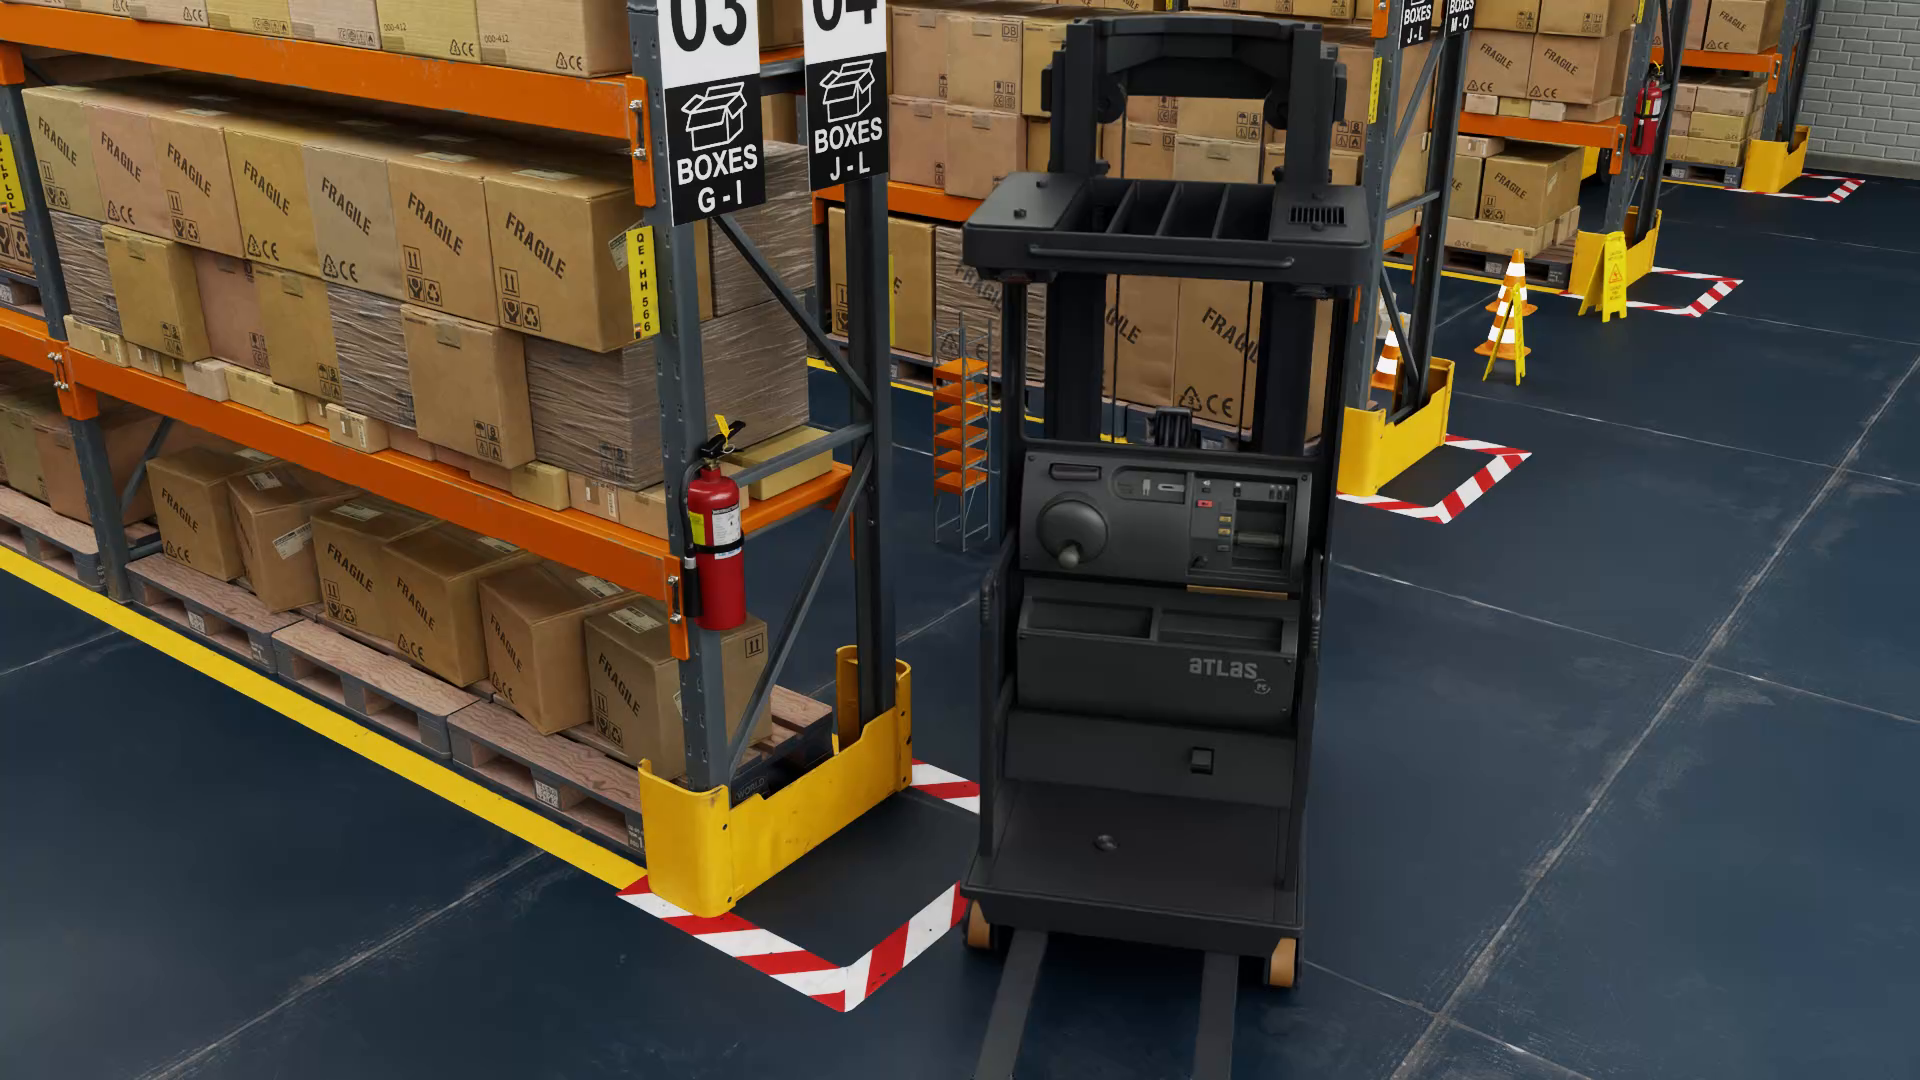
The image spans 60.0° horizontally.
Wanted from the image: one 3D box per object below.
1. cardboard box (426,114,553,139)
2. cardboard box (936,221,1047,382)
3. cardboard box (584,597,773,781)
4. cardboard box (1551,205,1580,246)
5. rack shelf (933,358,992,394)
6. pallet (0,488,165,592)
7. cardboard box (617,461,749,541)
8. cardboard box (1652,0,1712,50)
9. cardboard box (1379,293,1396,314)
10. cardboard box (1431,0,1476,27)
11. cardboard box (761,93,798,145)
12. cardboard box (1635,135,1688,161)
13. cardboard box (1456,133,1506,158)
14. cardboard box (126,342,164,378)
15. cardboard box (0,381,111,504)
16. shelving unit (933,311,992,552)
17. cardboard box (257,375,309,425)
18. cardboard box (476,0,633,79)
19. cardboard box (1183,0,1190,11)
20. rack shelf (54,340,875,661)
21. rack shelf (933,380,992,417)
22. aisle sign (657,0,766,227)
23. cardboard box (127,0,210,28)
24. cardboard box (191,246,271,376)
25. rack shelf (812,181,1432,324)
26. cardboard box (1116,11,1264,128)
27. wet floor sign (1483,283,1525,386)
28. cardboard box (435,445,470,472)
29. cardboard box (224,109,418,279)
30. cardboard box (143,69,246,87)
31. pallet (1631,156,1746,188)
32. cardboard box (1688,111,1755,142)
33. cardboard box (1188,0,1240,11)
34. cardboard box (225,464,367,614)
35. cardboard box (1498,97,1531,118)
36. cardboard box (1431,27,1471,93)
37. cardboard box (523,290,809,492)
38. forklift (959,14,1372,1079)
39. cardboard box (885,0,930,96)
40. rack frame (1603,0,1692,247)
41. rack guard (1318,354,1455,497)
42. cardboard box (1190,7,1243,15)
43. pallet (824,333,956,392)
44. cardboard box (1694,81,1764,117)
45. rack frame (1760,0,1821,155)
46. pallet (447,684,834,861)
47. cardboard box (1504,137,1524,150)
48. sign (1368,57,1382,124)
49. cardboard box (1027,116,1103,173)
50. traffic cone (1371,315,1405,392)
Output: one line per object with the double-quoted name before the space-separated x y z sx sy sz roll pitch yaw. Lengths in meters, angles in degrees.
"cardboard box" -1.663 -1.366 6.396 0.500 0.500 0.500 17 29 33
"cardboard box" 0.450 -1.633 10.851 0.875 0.875 0.875 17 29 34
"cardboard box" -1.080 0.534 6.398 0.500 0.500 0.500 -20 31 -38
"cardboard box" 4.874 -2.677 13.995 0.500 0.250 0.500 17 29 33
"rack shelf" 0.012 -0.834 8.373 0.180 0.103 0.258 17 29 33
"pallet" -4.415 -0.141 8.807 1.213 0.211 1.003 17 29 33
"cardboard box" -0.942 -0.149 5.679 0.250 0.149 0.380 17 29 33
"cardboard box" 7.367 -5.270 16.866 0.500 0.500 0.500 18 29 35
"cardboard box" 3.094 -1.819 12.695 0.380 0.149 0.250 -10 26 -21
"cardboard box" 3.944 -4.366 13.207 0.500 0.500 0.700 16 29 33
"cardboard box" -1.313 -2.890 11.466 0.500 0.500 0.500 17 29 33
"cardboard box" 7.370 -4.130 17.293 0.500 0.250 0.500 17 29 33
"cardboard box" 4.222 -3.210 13.469 0.250 0.149 0.380 18 29 35
"cardboard box" -3.390 -0.849 7.268 0.250 0.149 0.380 17 29 33
"cardboard box" -4.639 -0.563 8.862 0.500 0.500 0.700 17 29 33
"shelving unit" 0.012 -0.546 8.500 0.189 1.200 0.258 17 29 33
"cardboard box" -2.591 -0.606 6.718 0.250 0.149 0.380 17 29 33
"cardboard box" -1.128 -1.600 5.128 0.500 0.250 0.500 18 29 34
"cardboard box" 1.950 -5.006 15.378 0.500 0.500 0.500 18 29 35
"rack shelf" -2.190 -0.416 6.866 4.000 0.370 1.077 17 29 33
"rack shelf" 0.012 -0.725 8.421 0.180 0.103 0.258 17 29 33
"aisle sign" -0.720 -1.339 4.846 0.004 0.787 0.394 17 29 33
"cardboard box" -2.767 -2.092 6.243 0.500 0.250 0.500 16 28 31
"cardboard box" -2.628 -1.061 6.946 0.500 0.500 0.875 17 29 33
"rack shelf" 0.865 -1.992 10.443 4.000 0.370 1.077 17 29 33
"cardboard box" 1.330 -2.785 9.825 0.550 0.550 0.875 17 29 33
"wet floor sign" 3.676 -1.392 11.109 0.232 0.644 0.267 12 26 24
"cardboard box" -1.738 -0.393 6.233 0.250 0.149 0.380 17 29 33
"cardboard box" -2.376 -1.319 6.290 0.500 0.500 0.500 17 29 33
"cardboard box" -3.266 -1.848 7.492 0.500 0.500 0.500 17 29 33
"pallet" 7.691 -3.957 17.468 1.213 0.211 1.003 17 29 33
"cardboard box" 7.751 -4.241 16.924 0.500 0.250 0.500 16 29 33
"cardboard box" 2.375 -4.889 14.394 0.500 0.500 0.700 16 29 33
"cardboard box" -3.032 -0.031 7.681 0.500 0.500 0.500 -16 28 -31
"cardboard box" 4.464 -3.460 13.194 0.250 0.149 0.380 16 29 32
"cardboard box" 3.958 -3.928 13.452 0.500 0.500 0.500 17 29 33
"cardboard box" -1.014 -0.585 5.865 0.500 0.500 0.875 17 29 33
"forklift" 0.622 -0.043 5.212 1.130 2.935 3.031 5 24 11
"cardboard box" -0.460 -3.267 10.920 0.550 0.550 0.875 17 29 33
"rack frame" 5.354 -3.459 12.880 0.127 3.000 1.000 17 29 33
"rack guard" 2.485 -0.688 9.691 0.348 0.500 1.175 17 29 33
"cardboard box" 2.338 -4.412 14.550 0.500 0.500 0.500 17 29 33
"pallet" -0.174 -1.320 11.483 1.213 0.211 1.003 17 29 33
"cardboard box" 7.772 -4.463 16.809 0.500 0.250 0.500 18 29 35
"rack frame" 8.328 -5.061 16.517 0.127 3.000 1.000 17 29 33
"pallet" -1.280 0.788 6.699 1.213 0.211 1.003 17 29 33
"cardboard box" 4.434 -3.151 14.140 0.500 0.500 0.500 16 28 31
"sign" 2.129 -2.304 8.529 0.005 0.325 0.100 17 29 33
"cardboard box" 0.867 -2.398 10.286 0.500 0.550 0.875 17 29 33
"traffic cone" 2.892 -1.263 11.043 0.334 0.463 0.336 17 29 33
